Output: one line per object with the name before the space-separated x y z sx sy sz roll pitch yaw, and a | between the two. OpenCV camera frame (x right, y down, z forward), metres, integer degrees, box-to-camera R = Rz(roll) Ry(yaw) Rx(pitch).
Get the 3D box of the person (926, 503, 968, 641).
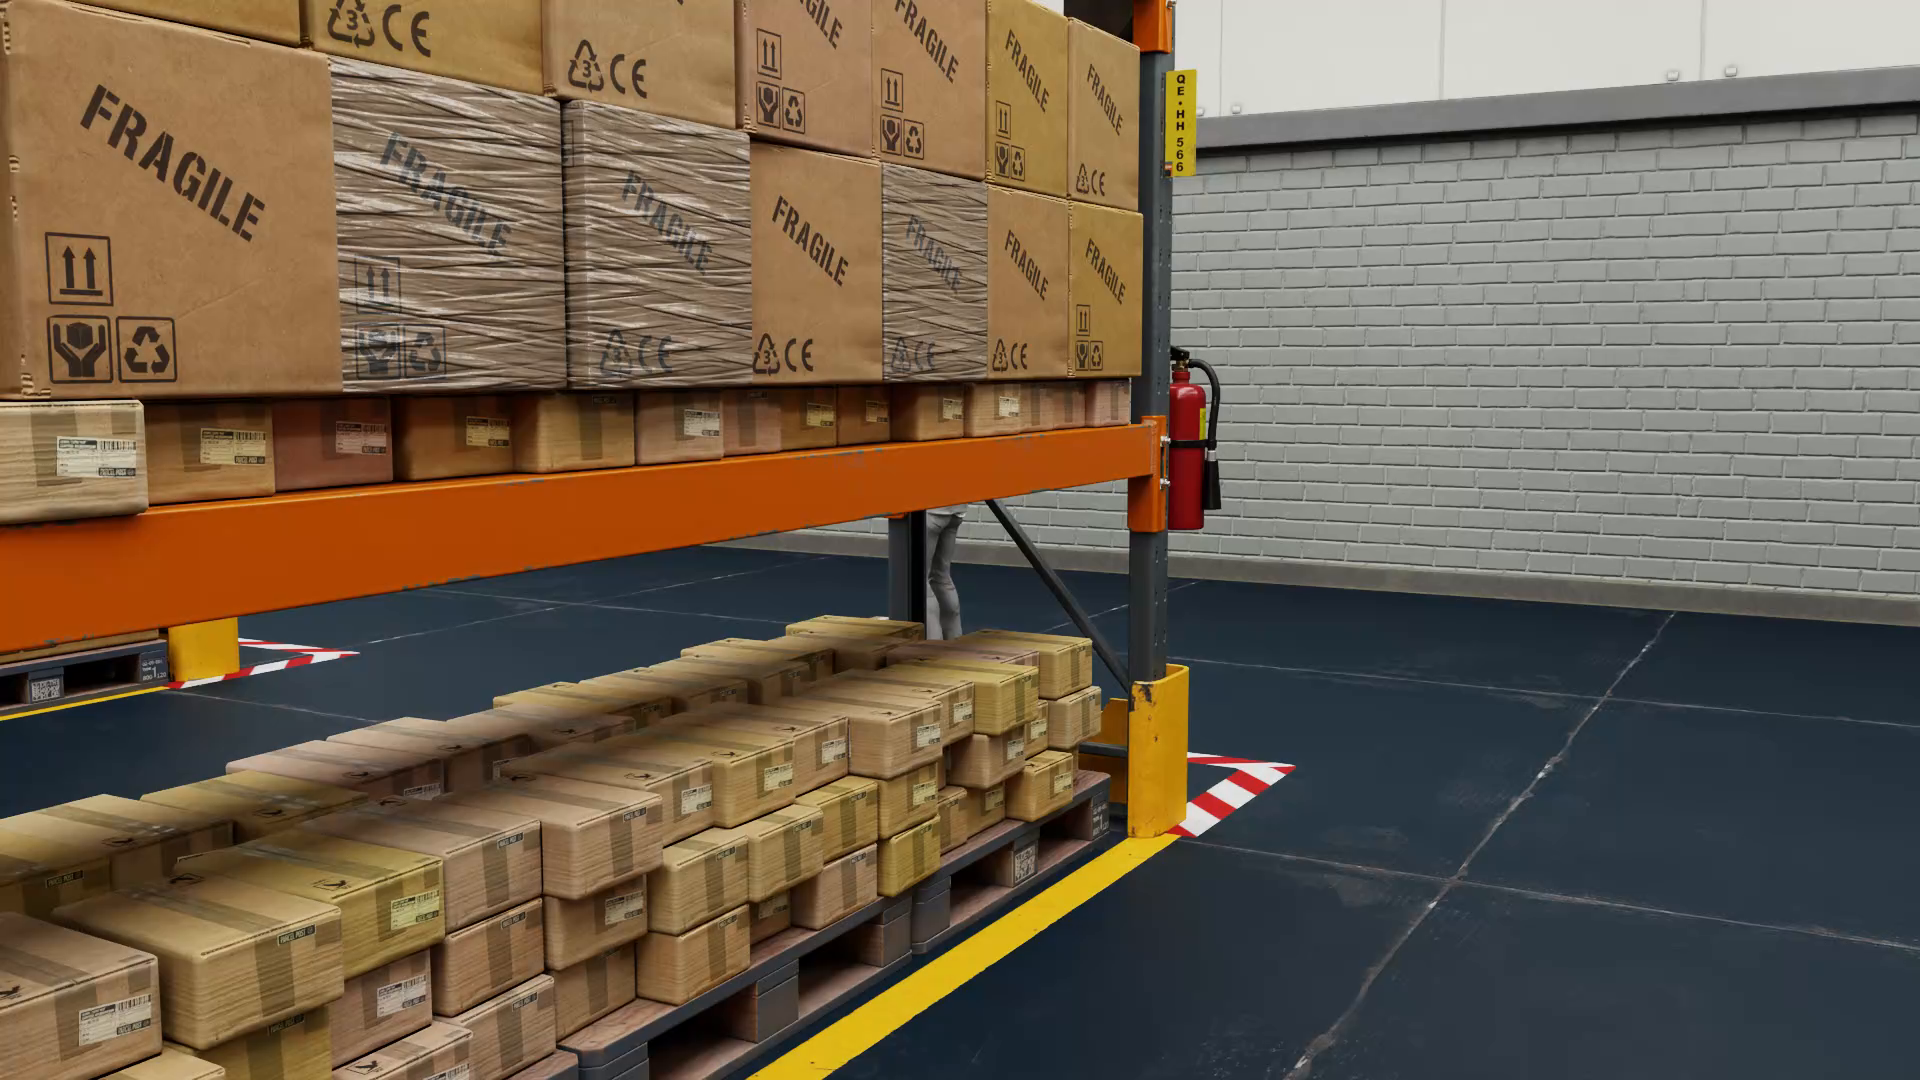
person | -0.147 -0.139 7.857 0.350 1.593 0.471 3 7 28
